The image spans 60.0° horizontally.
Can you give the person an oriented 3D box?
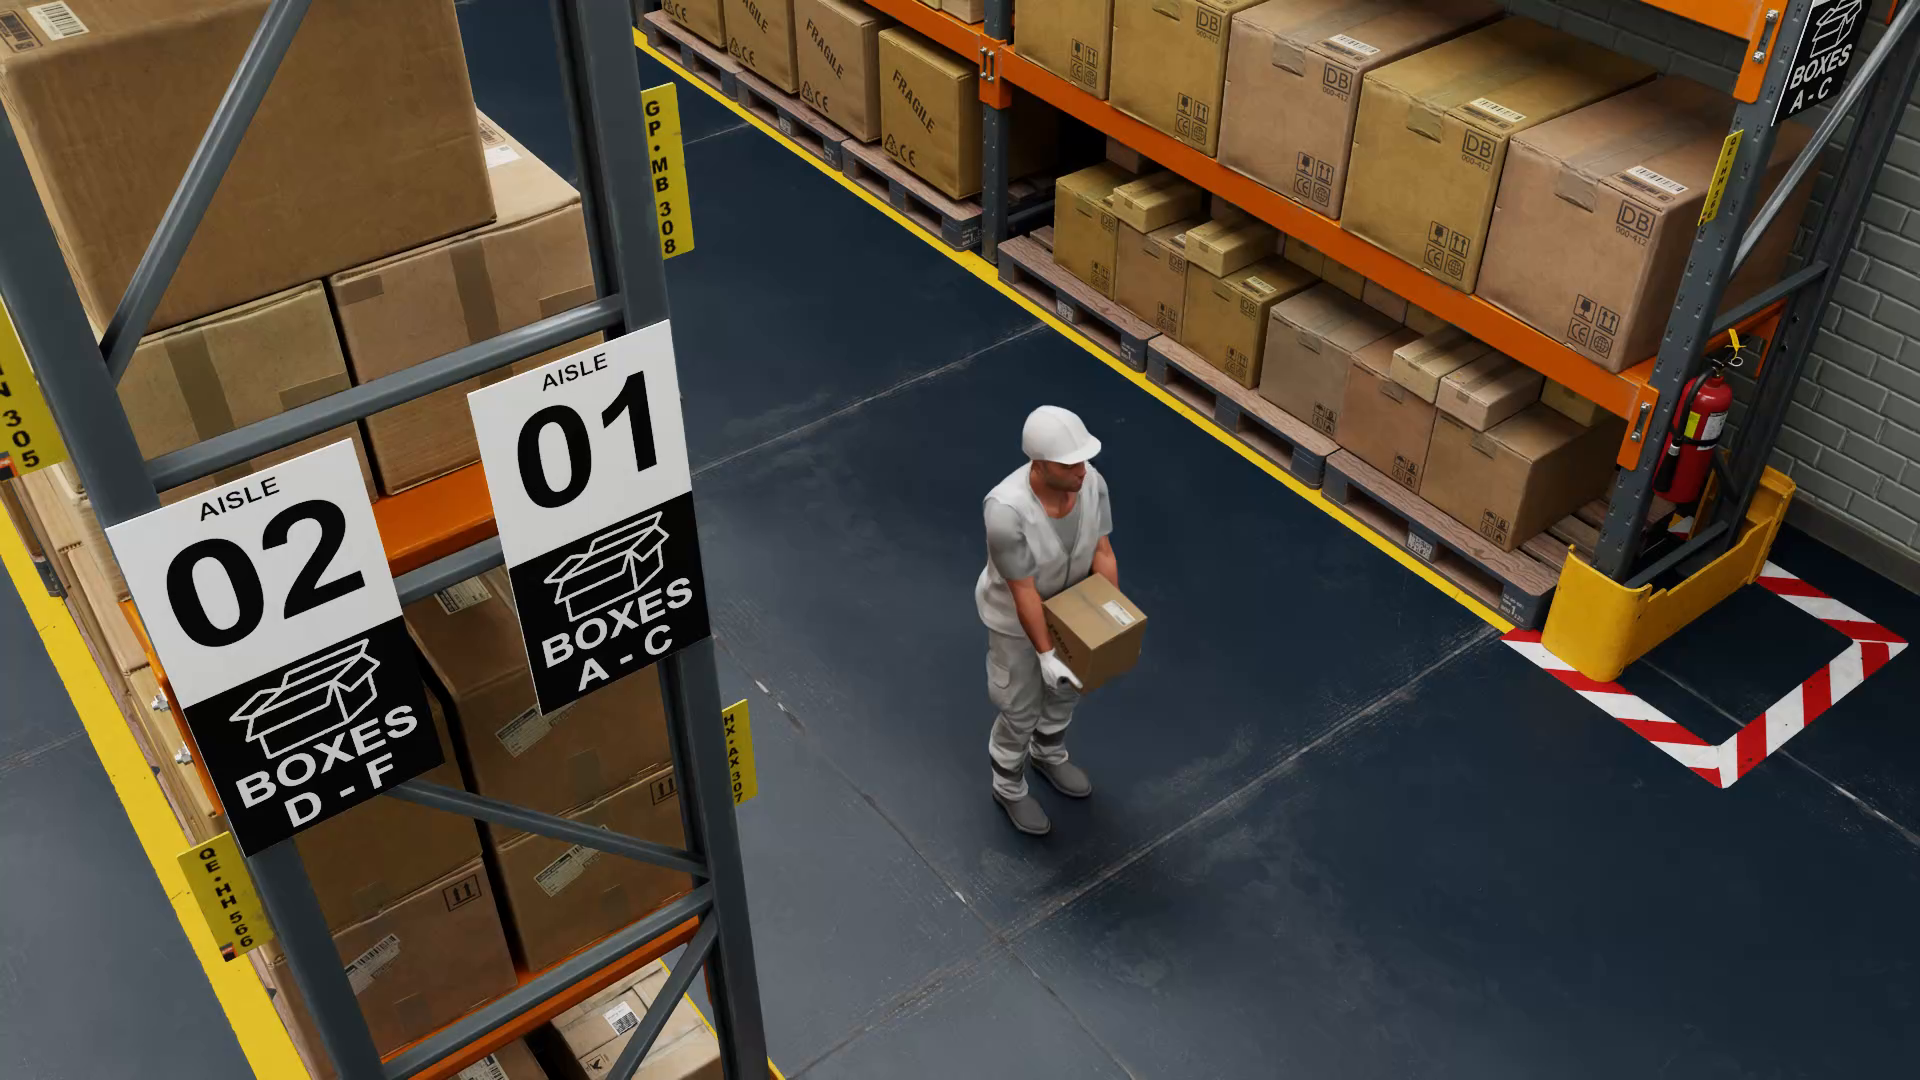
[{"bbox_3d":[0.341,0.307,5.774,0.494,1.783,0.570,-27,47,-28],"label":"person"}]
